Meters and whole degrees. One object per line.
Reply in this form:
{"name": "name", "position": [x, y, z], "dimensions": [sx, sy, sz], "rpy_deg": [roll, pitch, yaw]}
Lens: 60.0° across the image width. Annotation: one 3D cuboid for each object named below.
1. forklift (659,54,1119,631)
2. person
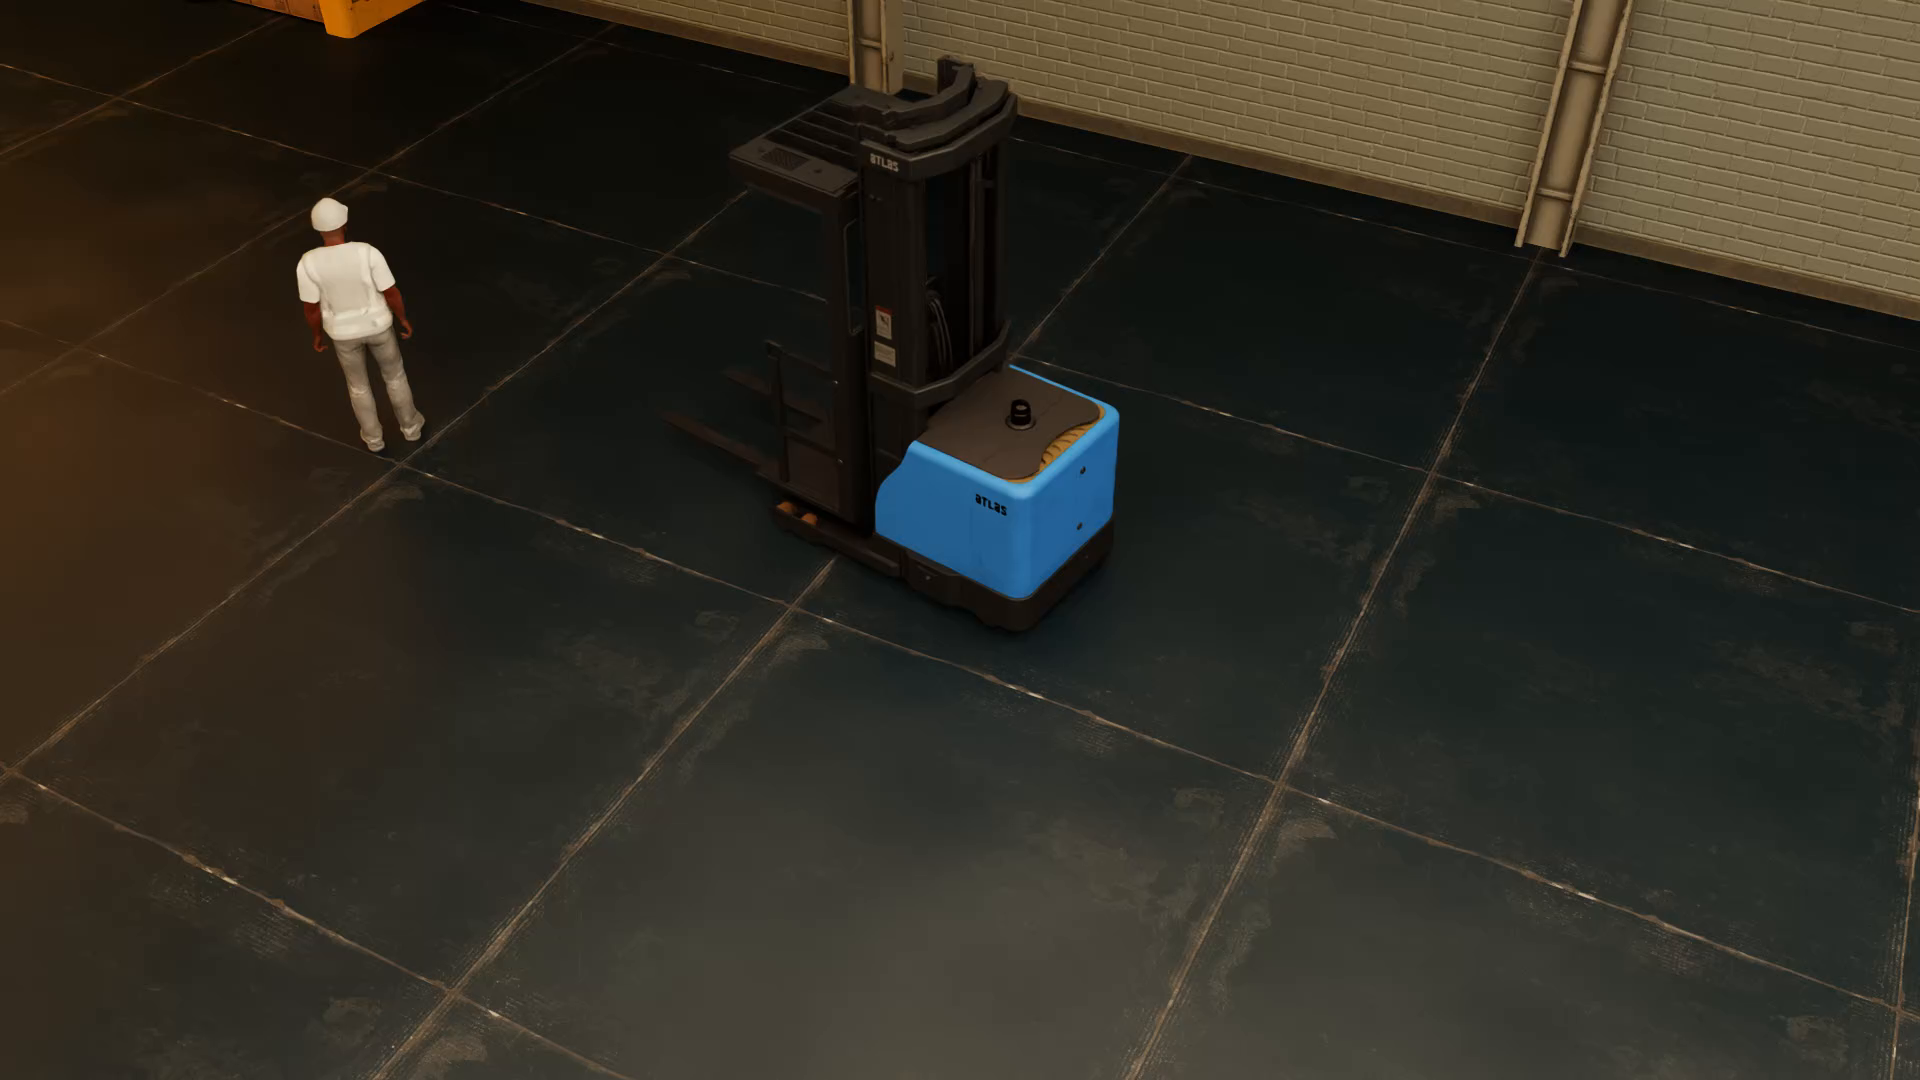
{"name": "forklift", "position": [-0.560, -1.365, 9.607], "dimensions": [3.031, 2.935, 1.130], "rpy_deg": [25, 46, 27]}
{"name": "person", "position": [-3.792, -1.365, 10.512], "dimensions": [0.614, 1.771, 0.387], "rpy_deg": [-12, 42, -14]}
